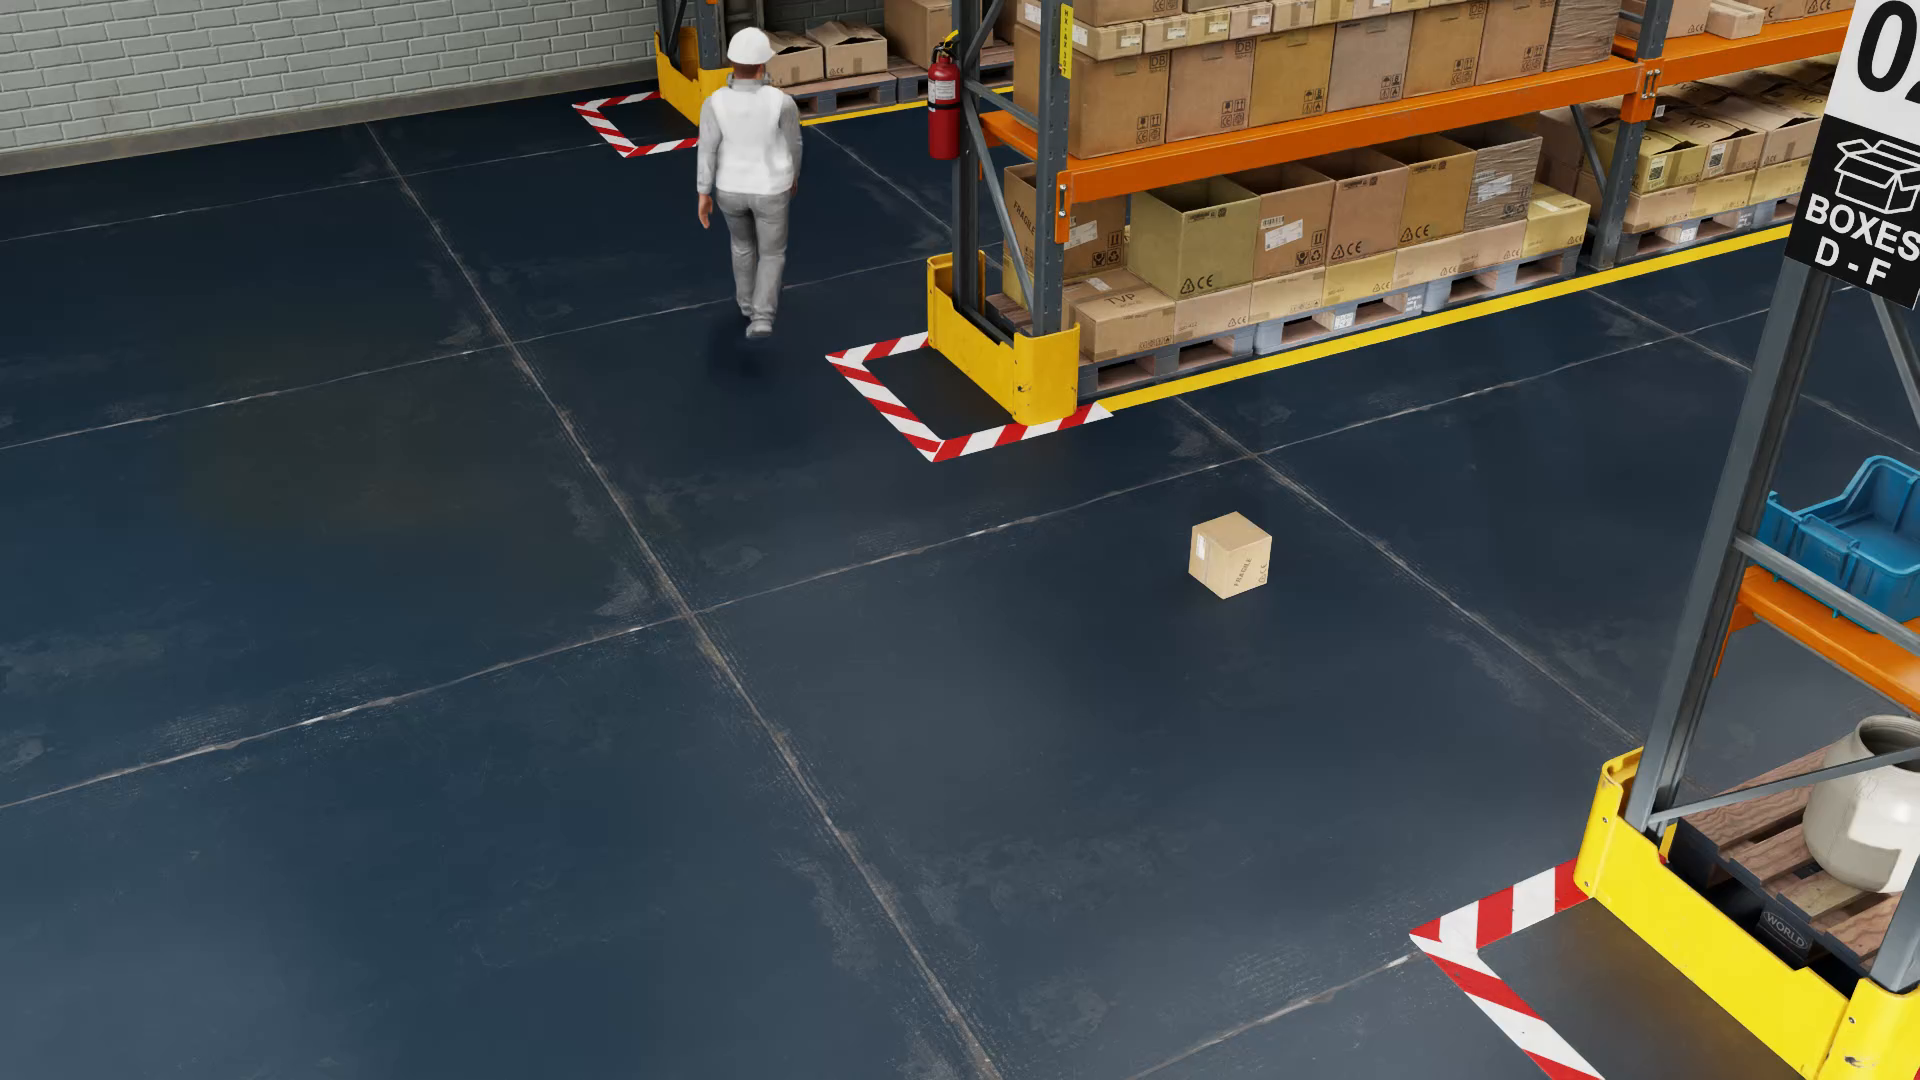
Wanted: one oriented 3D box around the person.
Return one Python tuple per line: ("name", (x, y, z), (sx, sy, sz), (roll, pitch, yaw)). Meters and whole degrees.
("person", (-1.137, -1.948, 9.143), (0.569, 1.734, 0.899), (2, 33, 3))
